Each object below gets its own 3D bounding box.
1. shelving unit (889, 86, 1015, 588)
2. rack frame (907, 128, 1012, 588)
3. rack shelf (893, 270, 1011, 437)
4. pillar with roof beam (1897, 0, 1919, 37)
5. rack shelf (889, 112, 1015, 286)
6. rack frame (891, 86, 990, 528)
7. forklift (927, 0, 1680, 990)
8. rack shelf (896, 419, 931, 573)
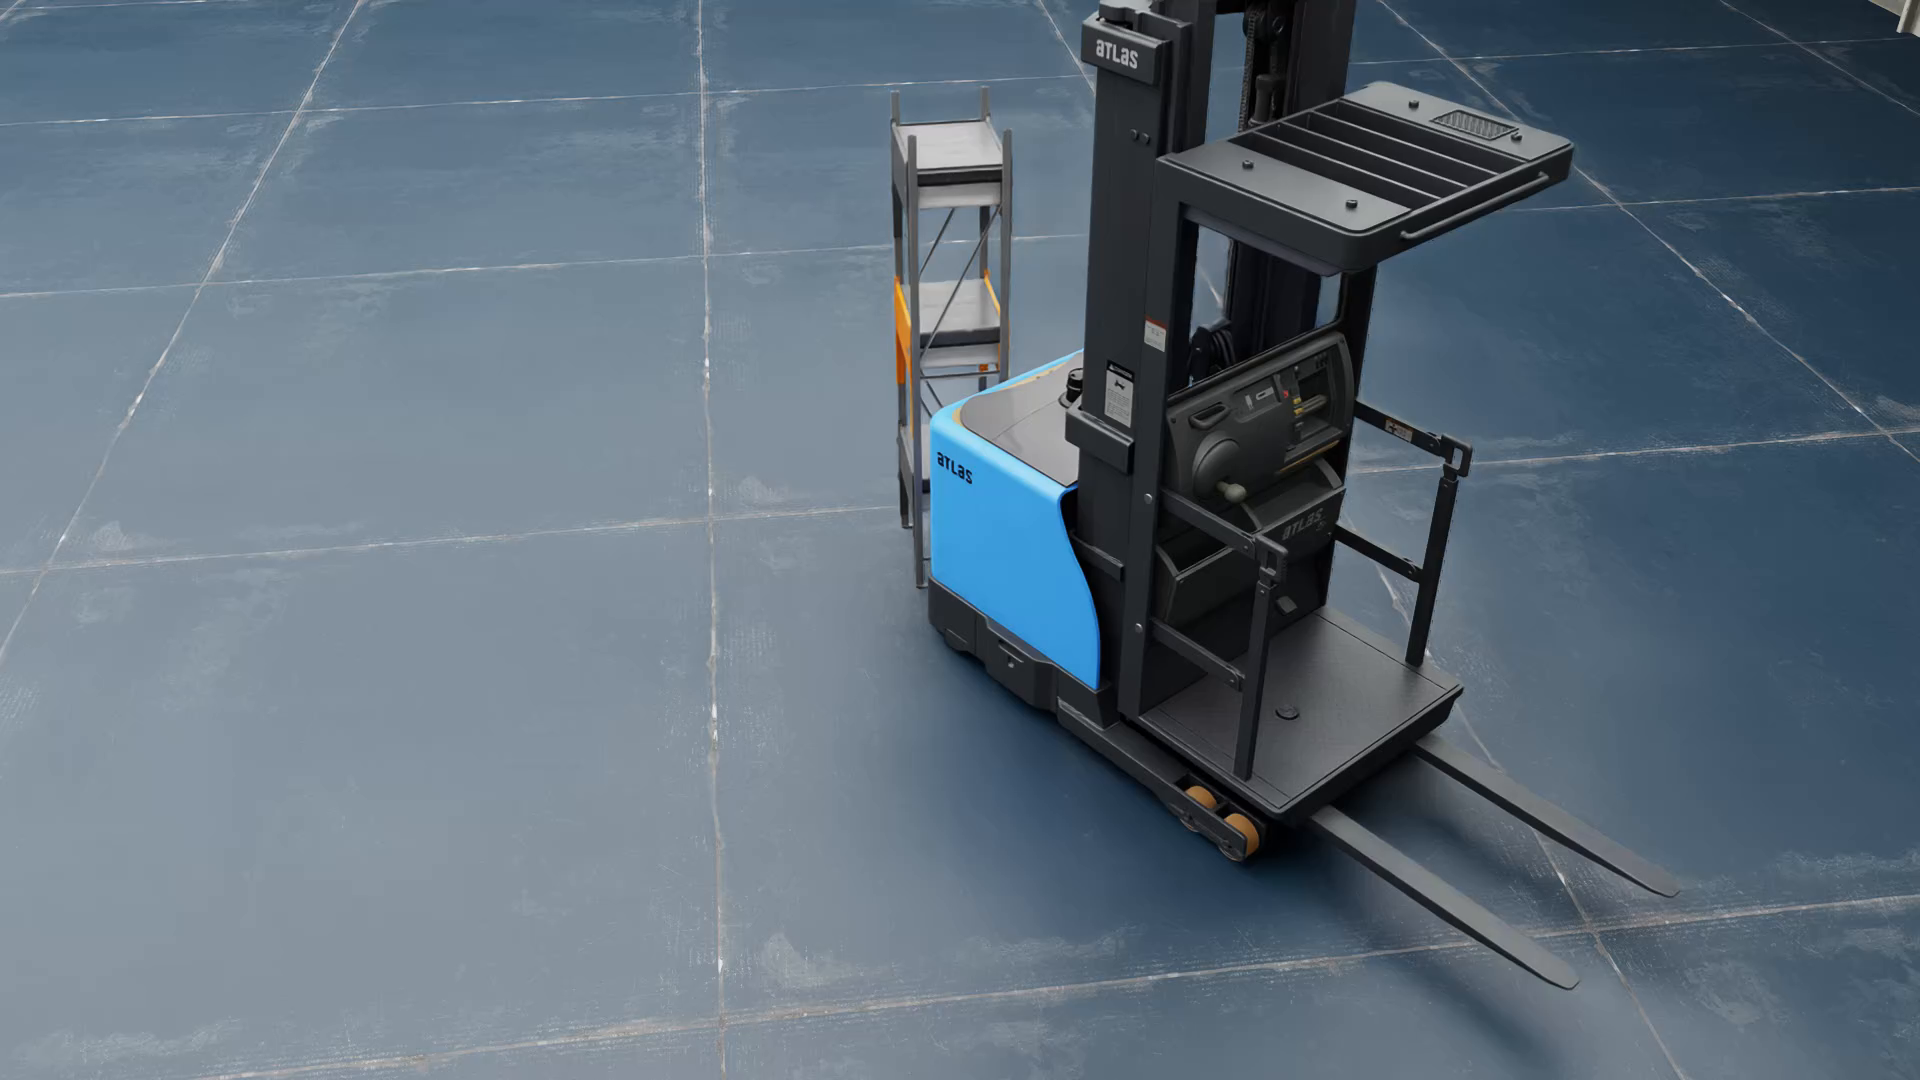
[{"bbox_3d":[-0.040,-0.809,7.072,0.431,2.100,0.503,-5,35,-8],"label":"shelving unit"},{"bbox_3d":[0.000,-0.673,6.873,0.400,2.100,0.015,-5,35,-8],"label":"rack frame"},{"bbox_3d":[-0.040,-0.798,7.080,0.431,0.518,0.480,-5,35,-8],"label":"rack shelf"},{"bbox_3d":[3.838,-7.606,10.920,9.100,9.000,0.400,-4,35,-6],"label":"pillar with roof beam"},{"bbox_3d":[-0.040,-1.376,6.686,0.431,0.518,0.480,-5,35,-8],"label":"rack shelf"},{"bbox_3d":[-0.079,-0.944,7.271,0.400,2.100,0.015,-5,35,-8],"label":"rack frame"},{"bbox_3d":[1.202,-0.372,5.693,1.130,2.935,3.031,-26,42,-32],"label":"forklift"},{"bbox_3d":[-0.040,-0.219,7.474,0.431,0.518,0.480,-5,35,-8],"label":"rack shelf"}]
